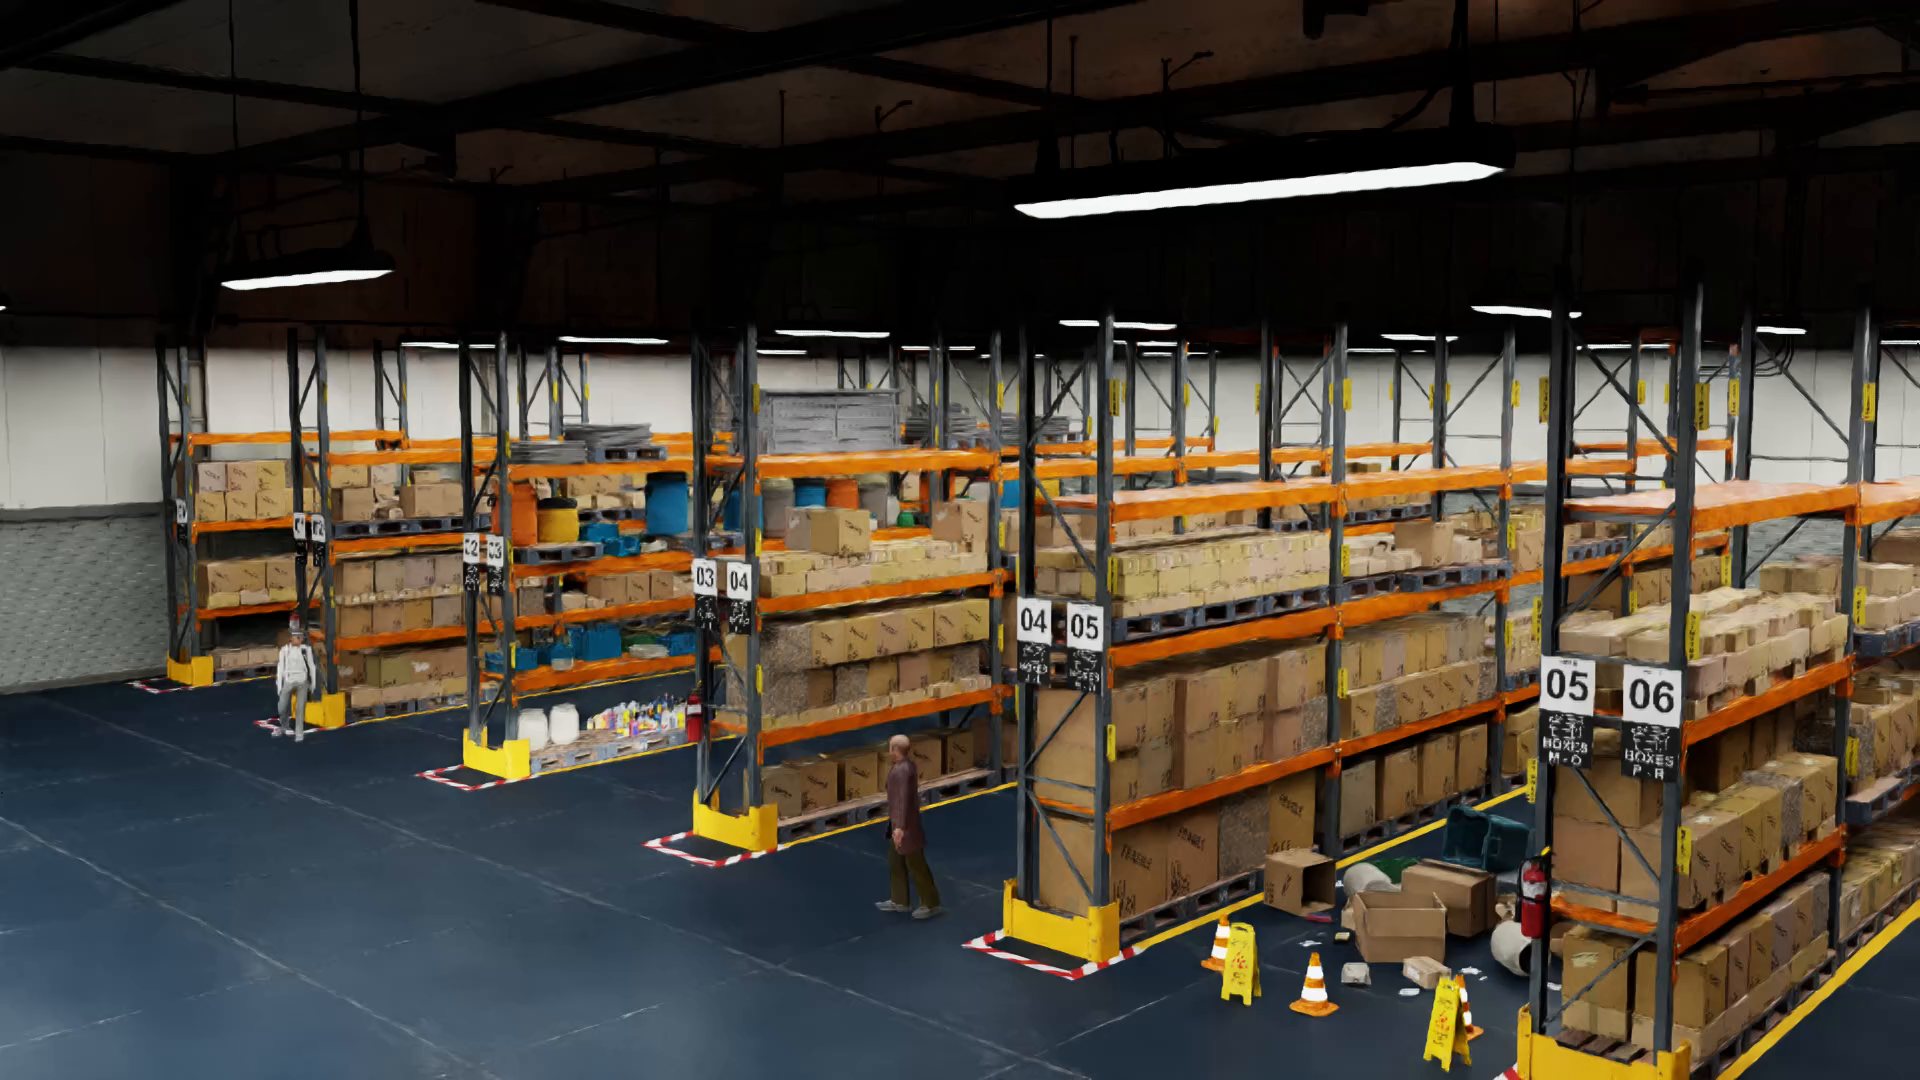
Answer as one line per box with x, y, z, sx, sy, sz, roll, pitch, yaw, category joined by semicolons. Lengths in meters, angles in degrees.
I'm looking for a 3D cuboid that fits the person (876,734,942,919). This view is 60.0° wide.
-0.502;2.771;16.184;0.656;1.769;0.607;0;5;0;person

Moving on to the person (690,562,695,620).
-5.466;1.024;35.050;0.434;1.683;0.554;2;6;23;person

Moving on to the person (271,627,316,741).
-9.652;2.072;24.049;0.642;1.657;0.454;-2;6;-20;person
